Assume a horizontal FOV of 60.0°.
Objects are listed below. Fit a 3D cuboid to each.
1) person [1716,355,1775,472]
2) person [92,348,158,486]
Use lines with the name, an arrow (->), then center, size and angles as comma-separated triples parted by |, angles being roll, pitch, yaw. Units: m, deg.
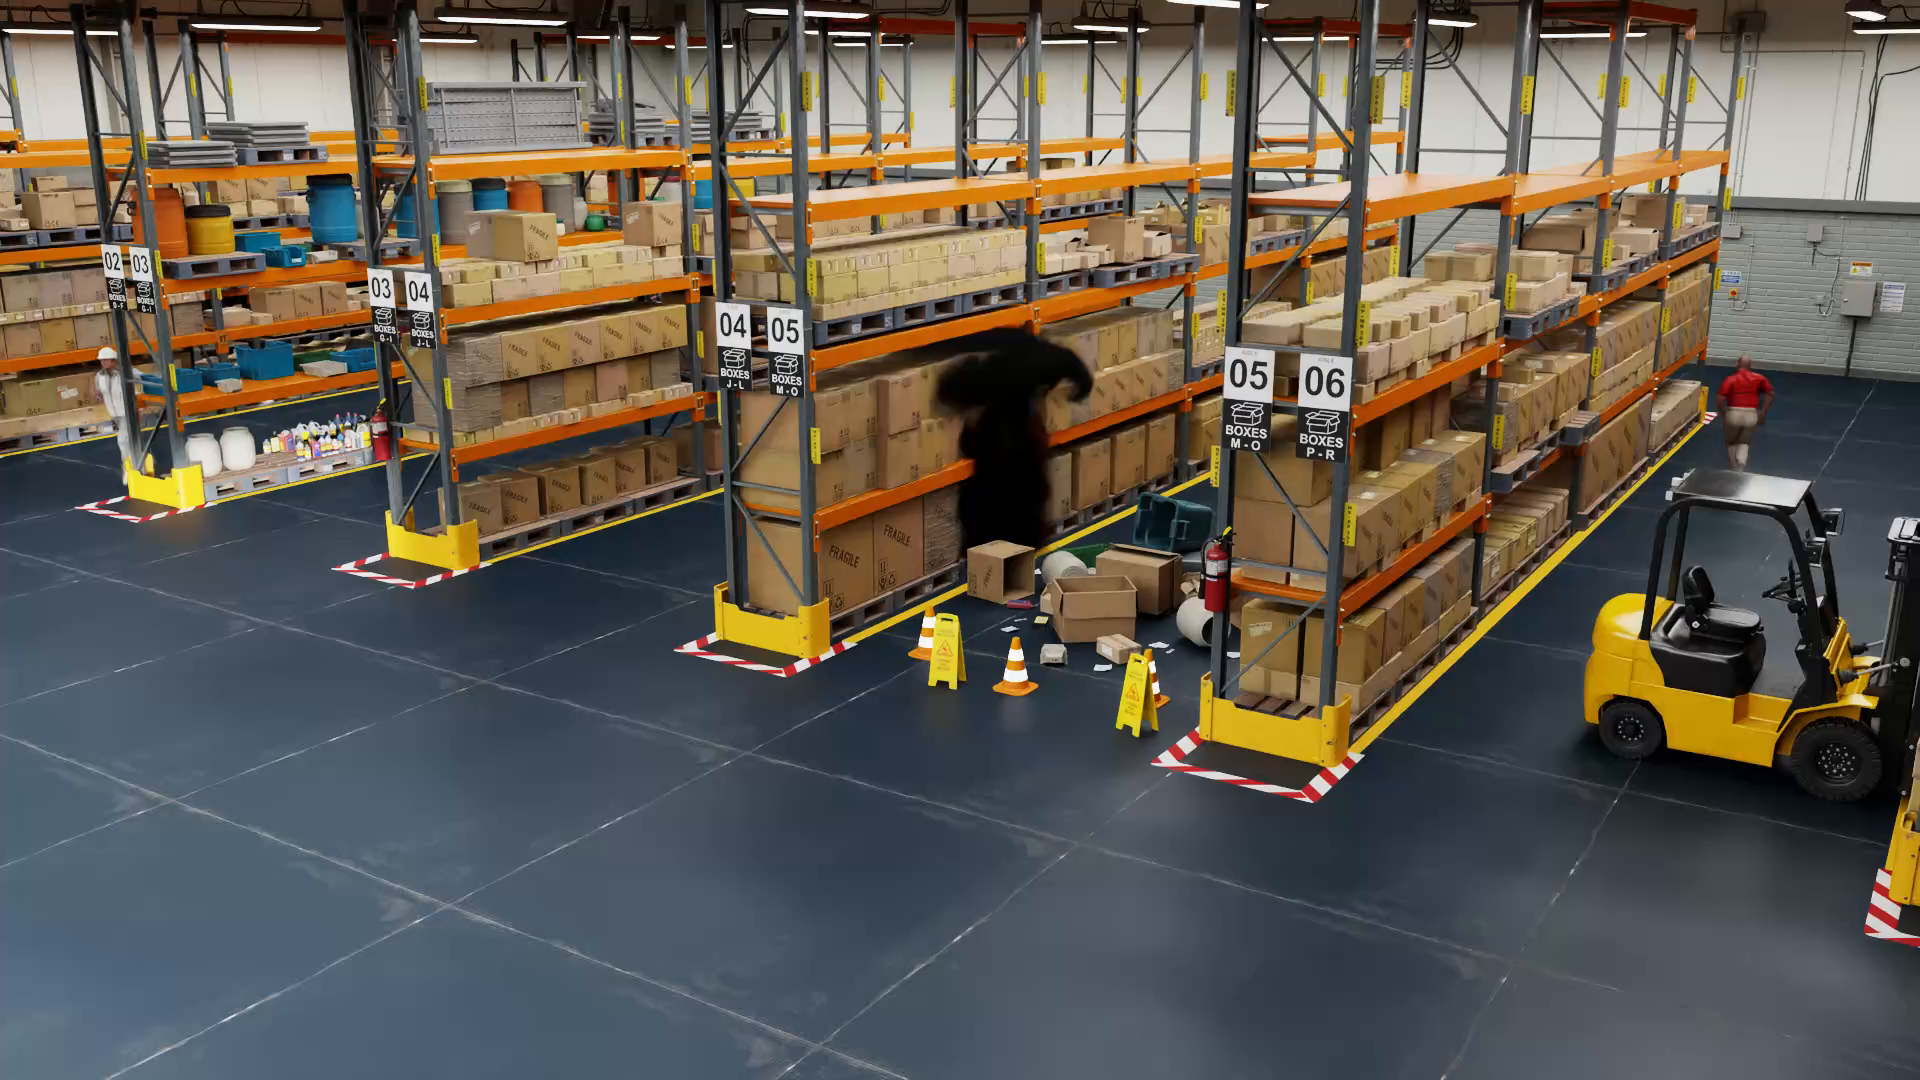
person -> 10.227, -1.557, 21.723 | 0.704, 1.680, 0.612 | 5, 16, 16
person -> -11.005, -1.664, 21.913 | 0.628, 1.791, 0.882 | 5, 16, 16
